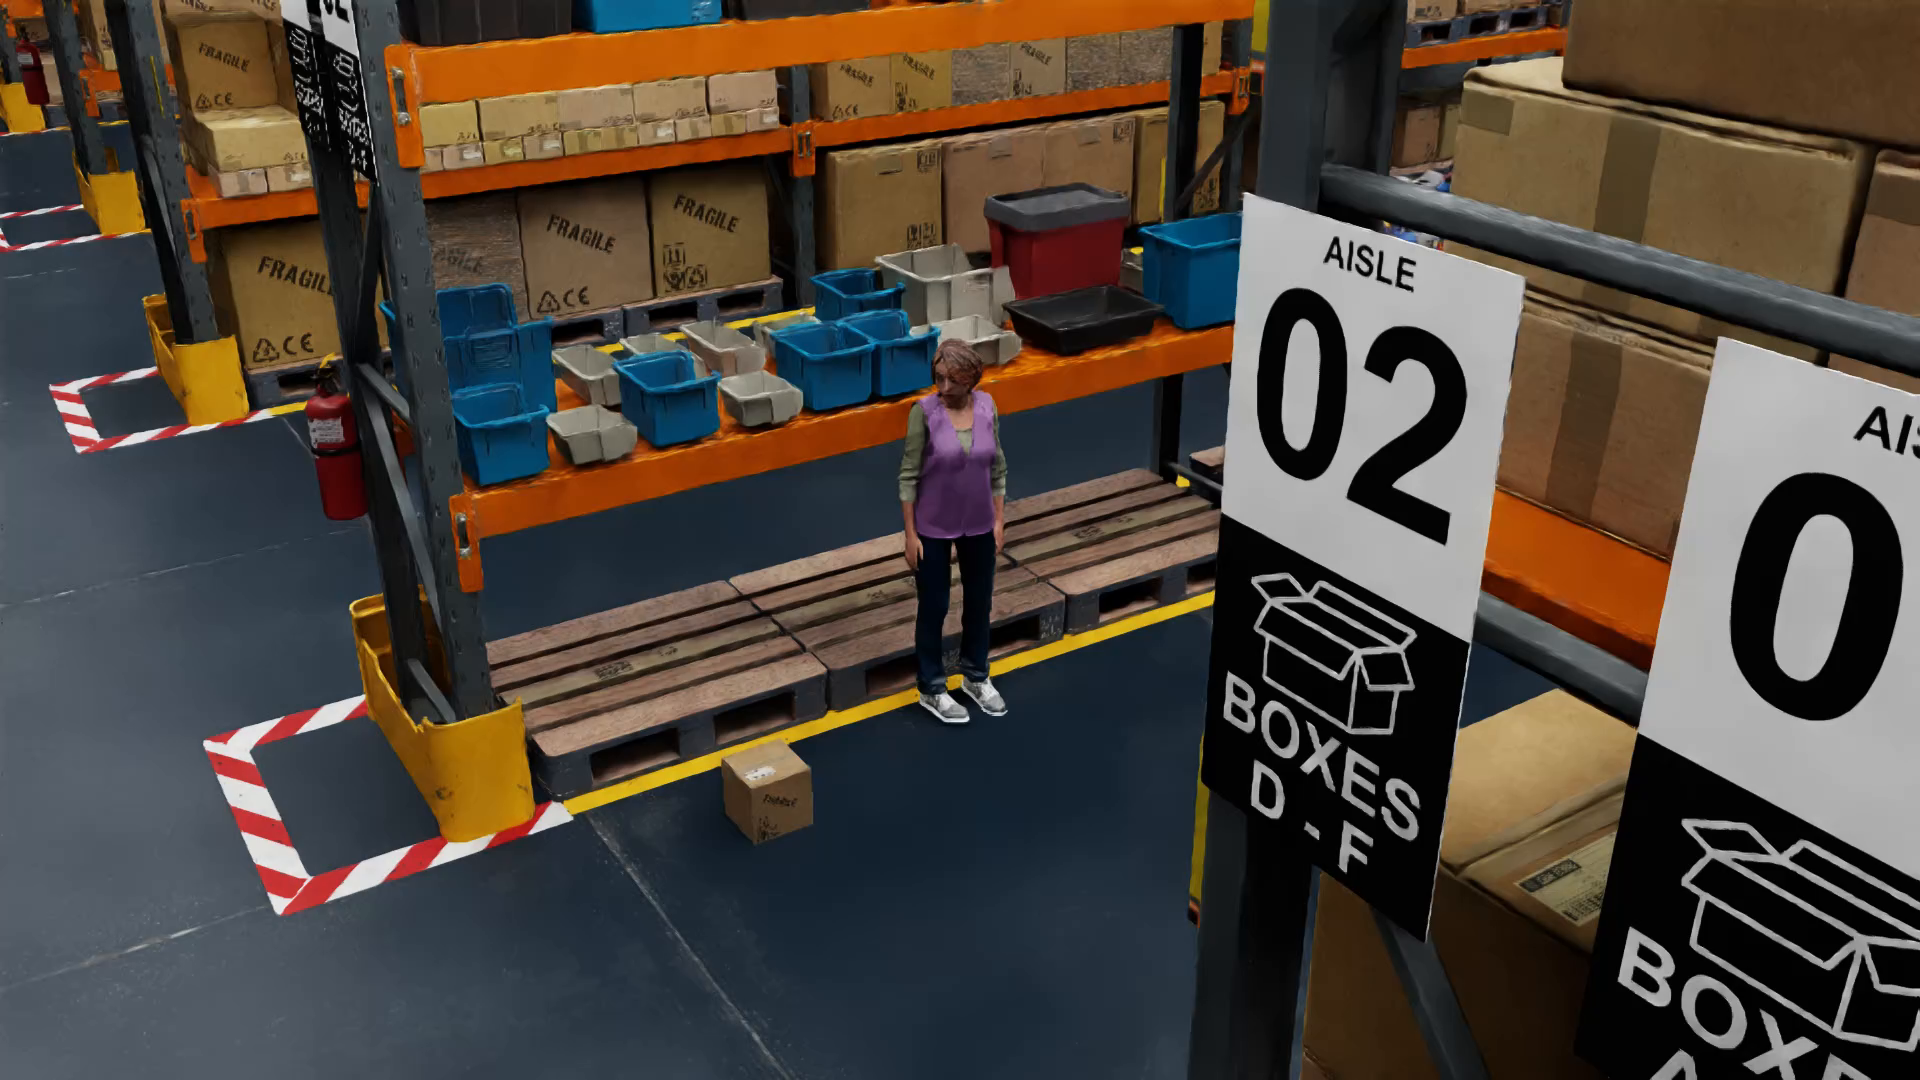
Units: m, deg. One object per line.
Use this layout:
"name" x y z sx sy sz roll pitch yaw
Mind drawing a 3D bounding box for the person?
"person" -0.017 -0.023 6.649 0.460 1.632 0.363 -9 27 -19
